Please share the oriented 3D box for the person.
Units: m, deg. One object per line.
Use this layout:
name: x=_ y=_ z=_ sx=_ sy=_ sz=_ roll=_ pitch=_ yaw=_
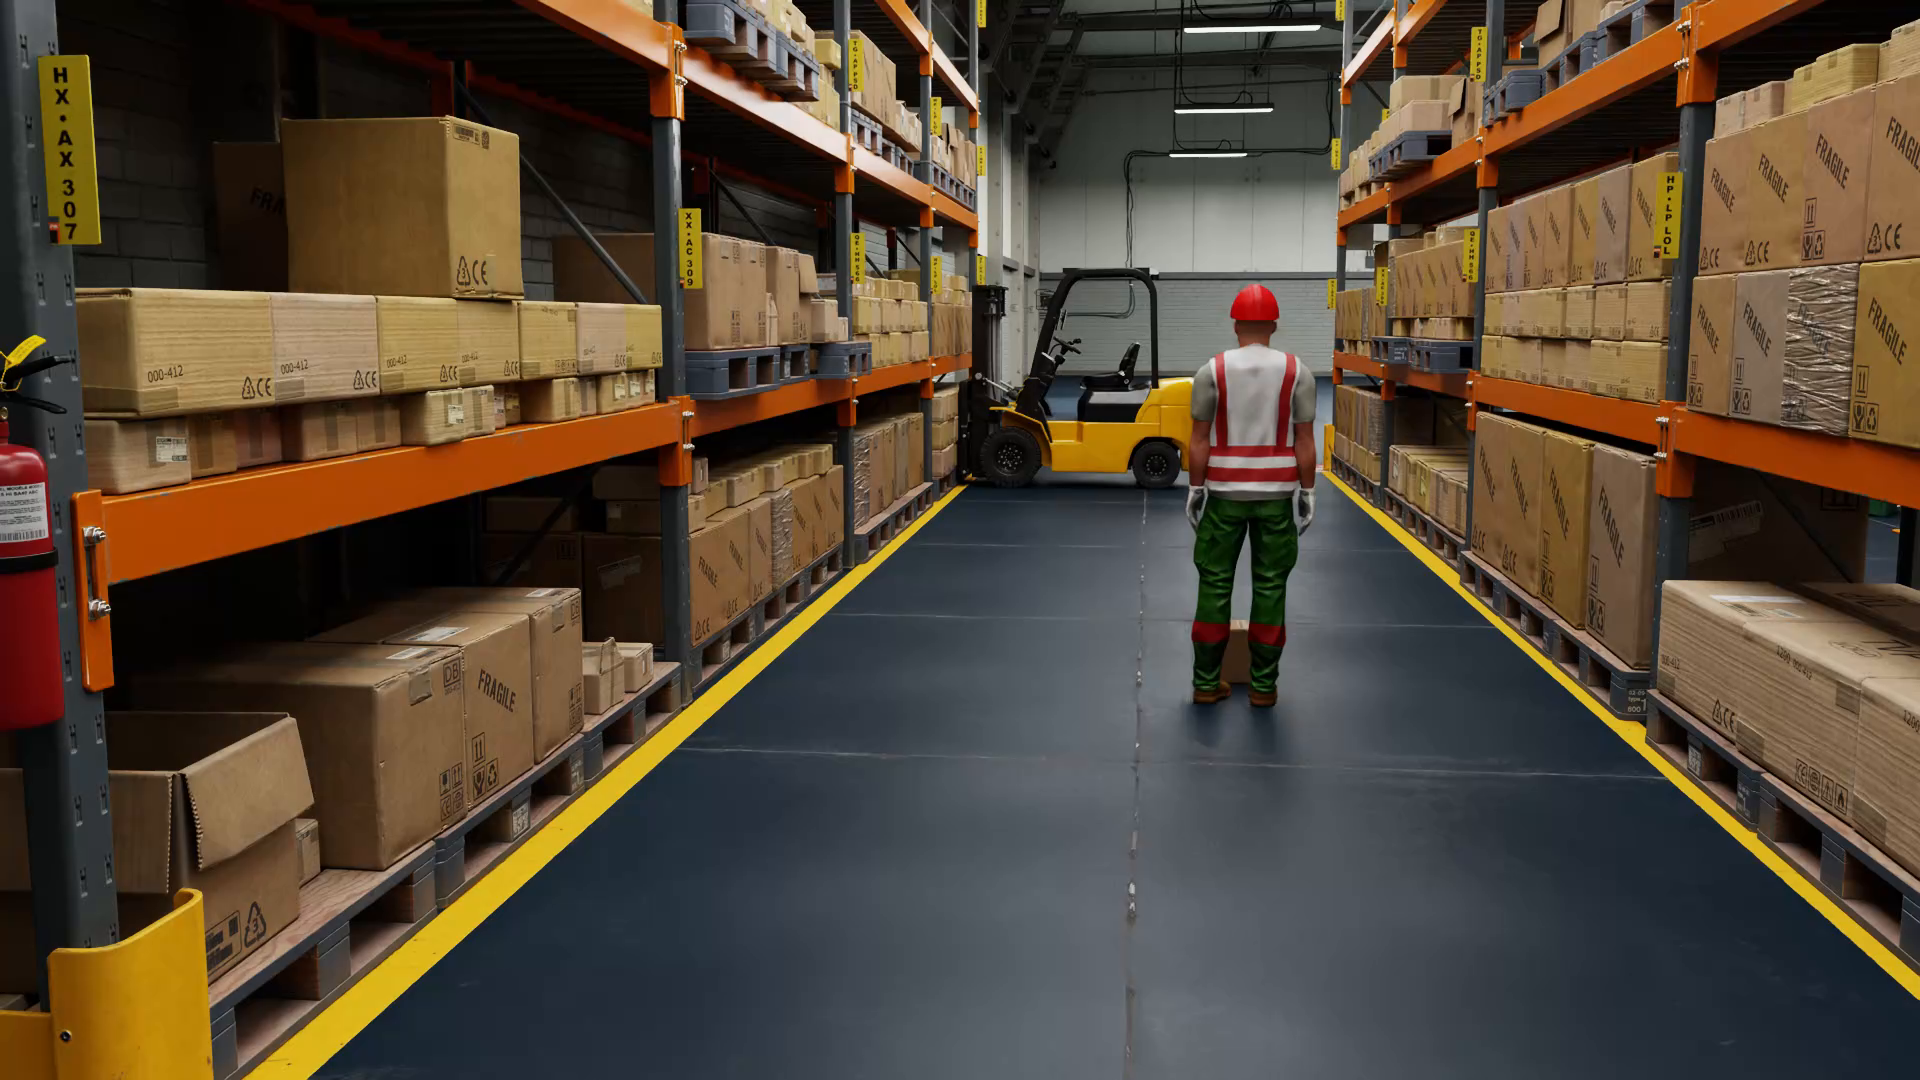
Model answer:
person: x=1.240 y=-0.188 z=7.113 sx=0.544 sy=1.795 sz=0.359 roll=1 pitch=8 yaw=6
